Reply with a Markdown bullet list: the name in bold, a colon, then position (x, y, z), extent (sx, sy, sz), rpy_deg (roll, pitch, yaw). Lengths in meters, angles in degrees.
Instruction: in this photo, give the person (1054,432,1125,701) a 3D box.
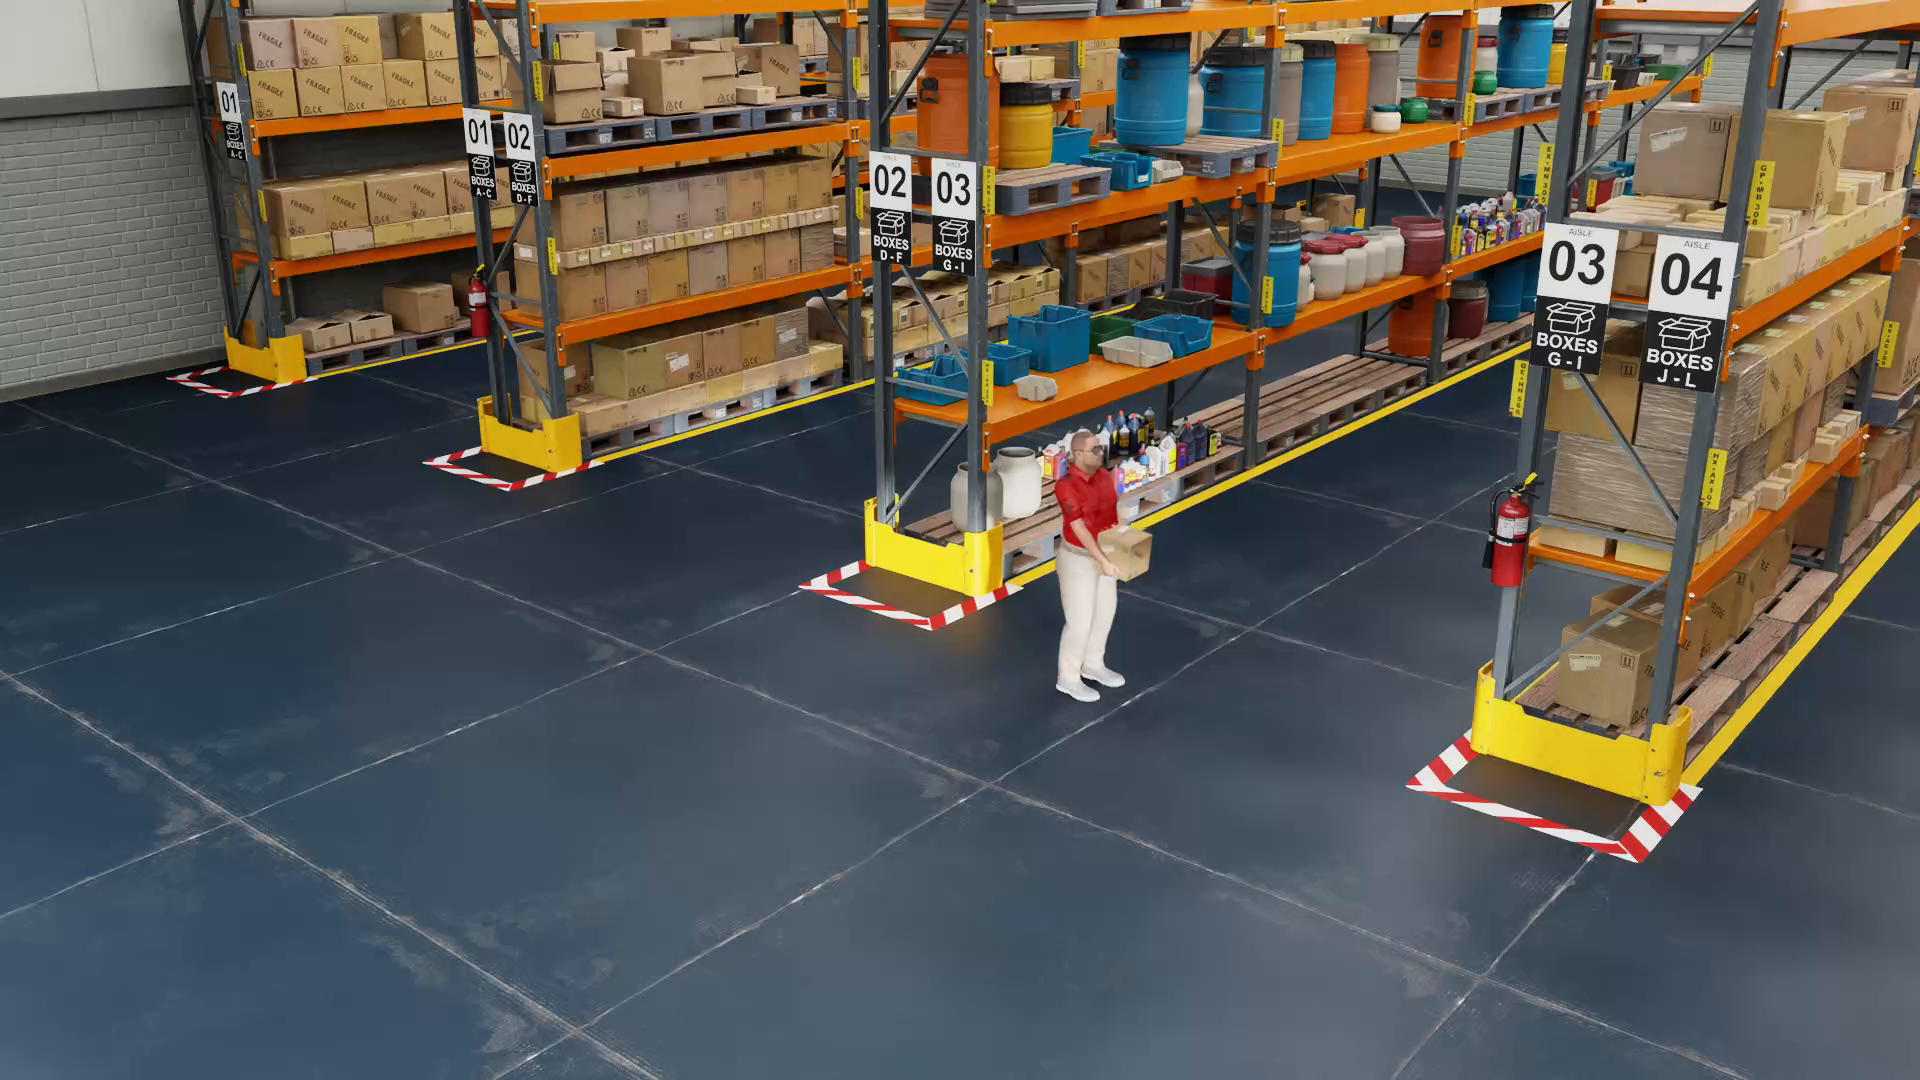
- **person**: position (0.903, 0.165, 10.652), extent (0.529, 1.720, 0.499), rpy_deg (16, 25, 36)
